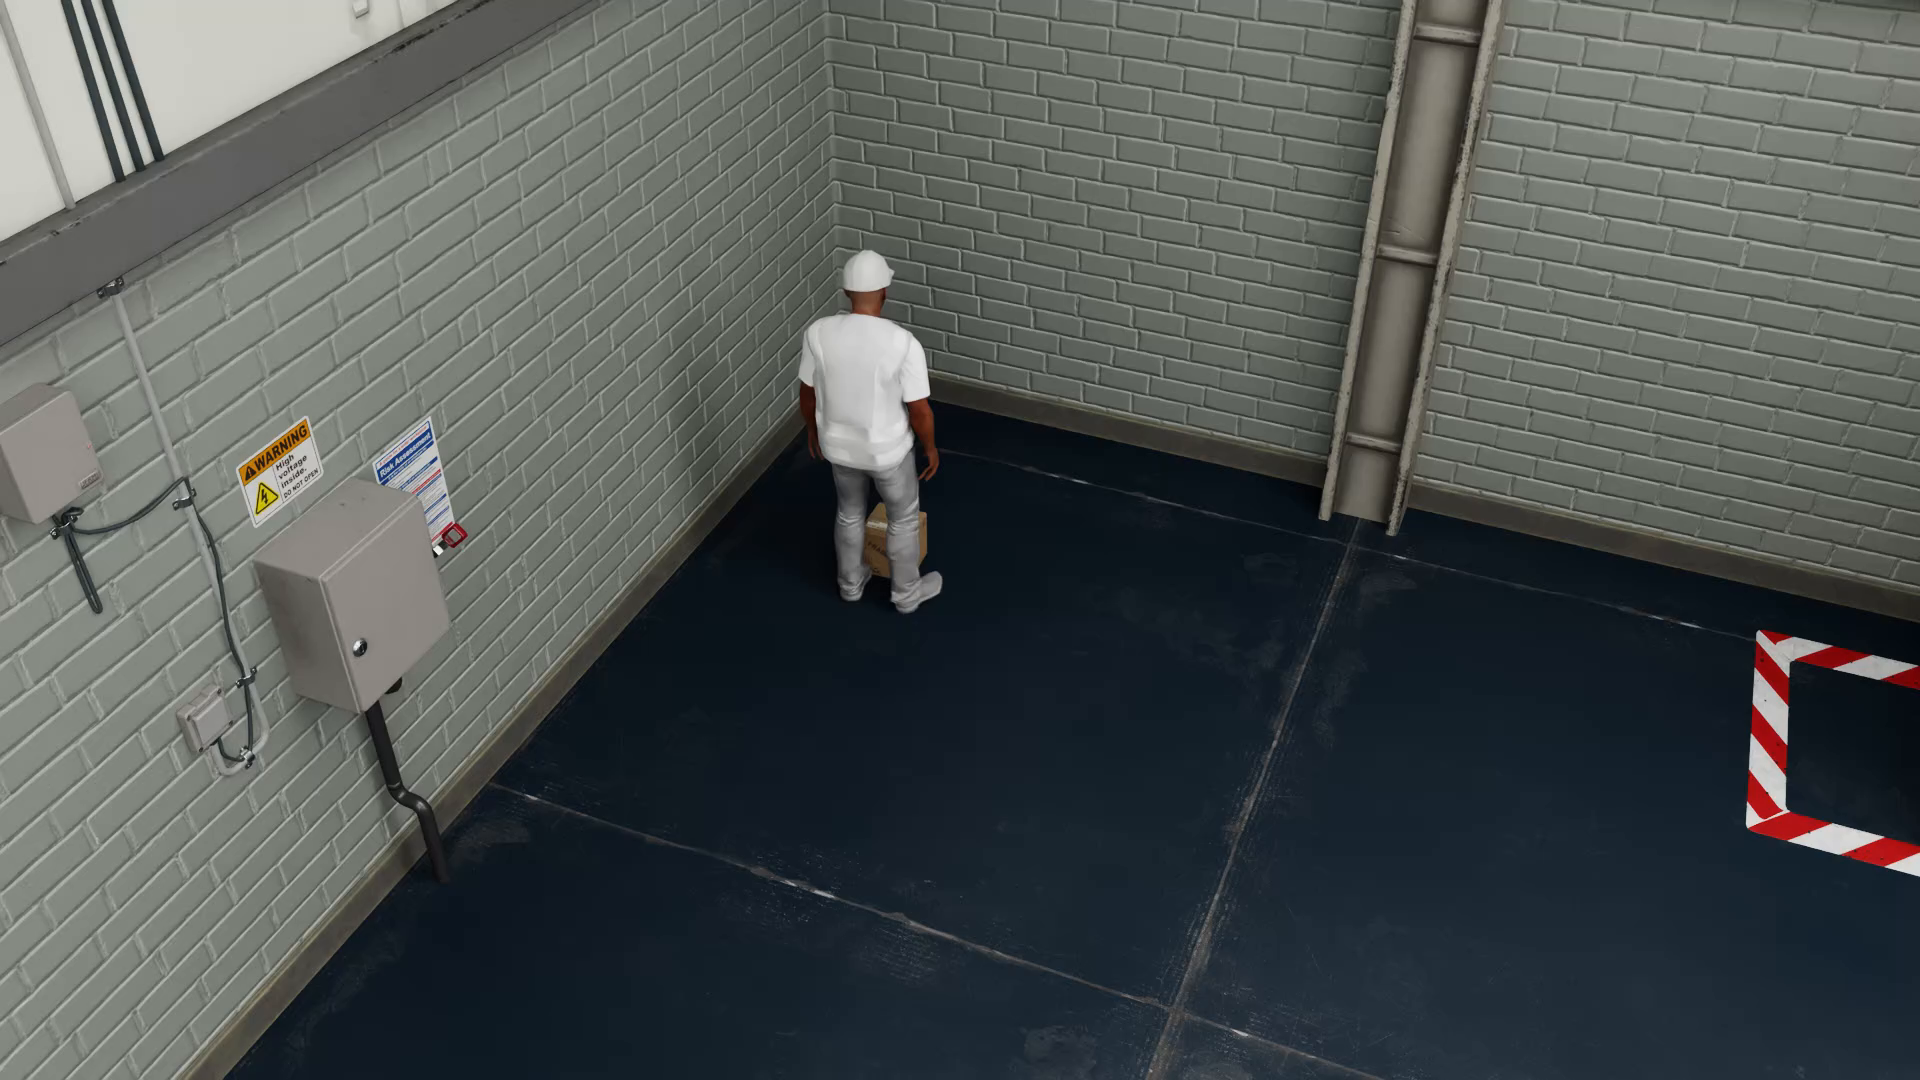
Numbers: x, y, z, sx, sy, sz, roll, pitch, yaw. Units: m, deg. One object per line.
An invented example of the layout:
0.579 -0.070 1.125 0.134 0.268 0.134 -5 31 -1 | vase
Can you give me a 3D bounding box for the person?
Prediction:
-0.393 -0.454 7.403 0.625 1.759 0.463 12 39 16 | person
